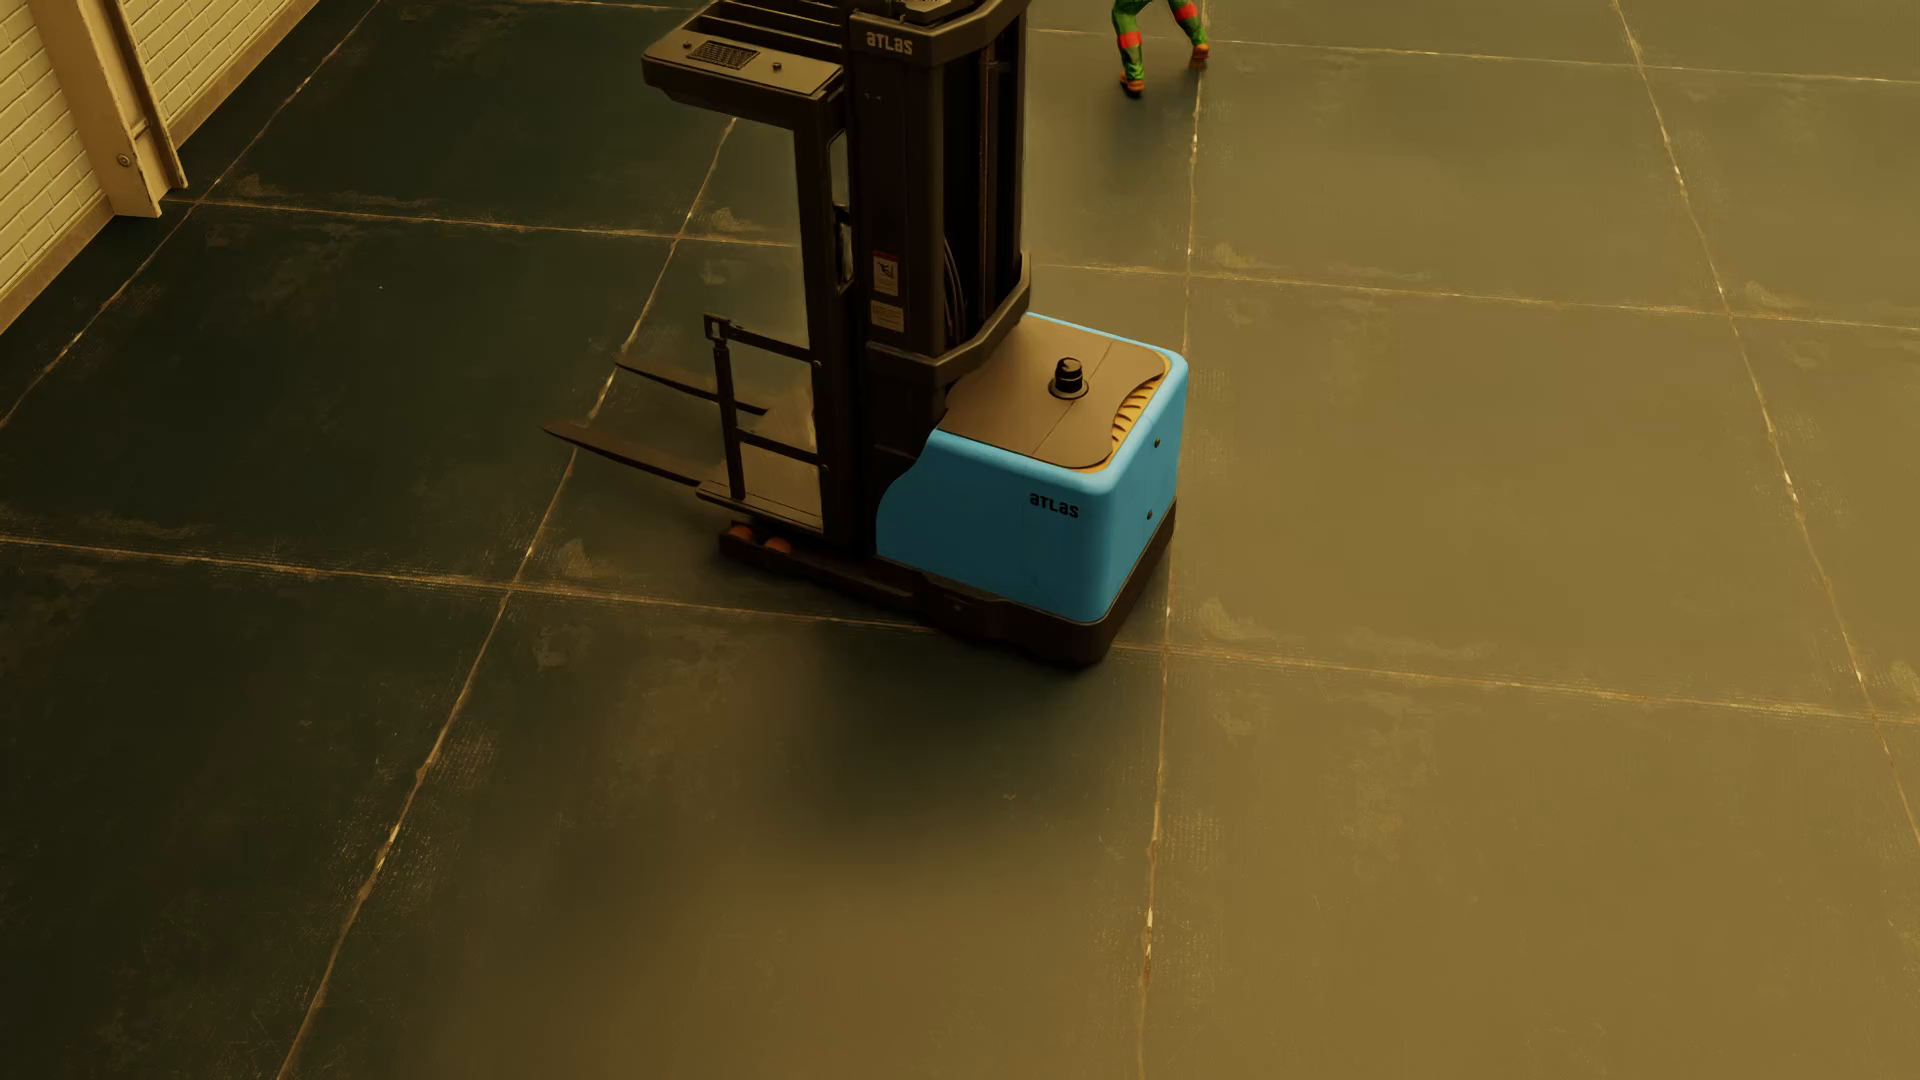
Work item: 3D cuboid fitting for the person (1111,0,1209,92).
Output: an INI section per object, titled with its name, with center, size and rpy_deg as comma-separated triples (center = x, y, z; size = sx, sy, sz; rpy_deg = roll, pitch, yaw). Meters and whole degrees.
[person]
center = 1.381, -3.778, 10.881
size = 1.067, 1.698, 0.574
rpy_deg = -27, 49, -26

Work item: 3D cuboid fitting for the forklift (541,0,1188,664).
[forklift]
center = -0.554, -1.230, 7.064
size = 3.031, 2.935, 1.130
rpy_deg = 18, 46, 19
